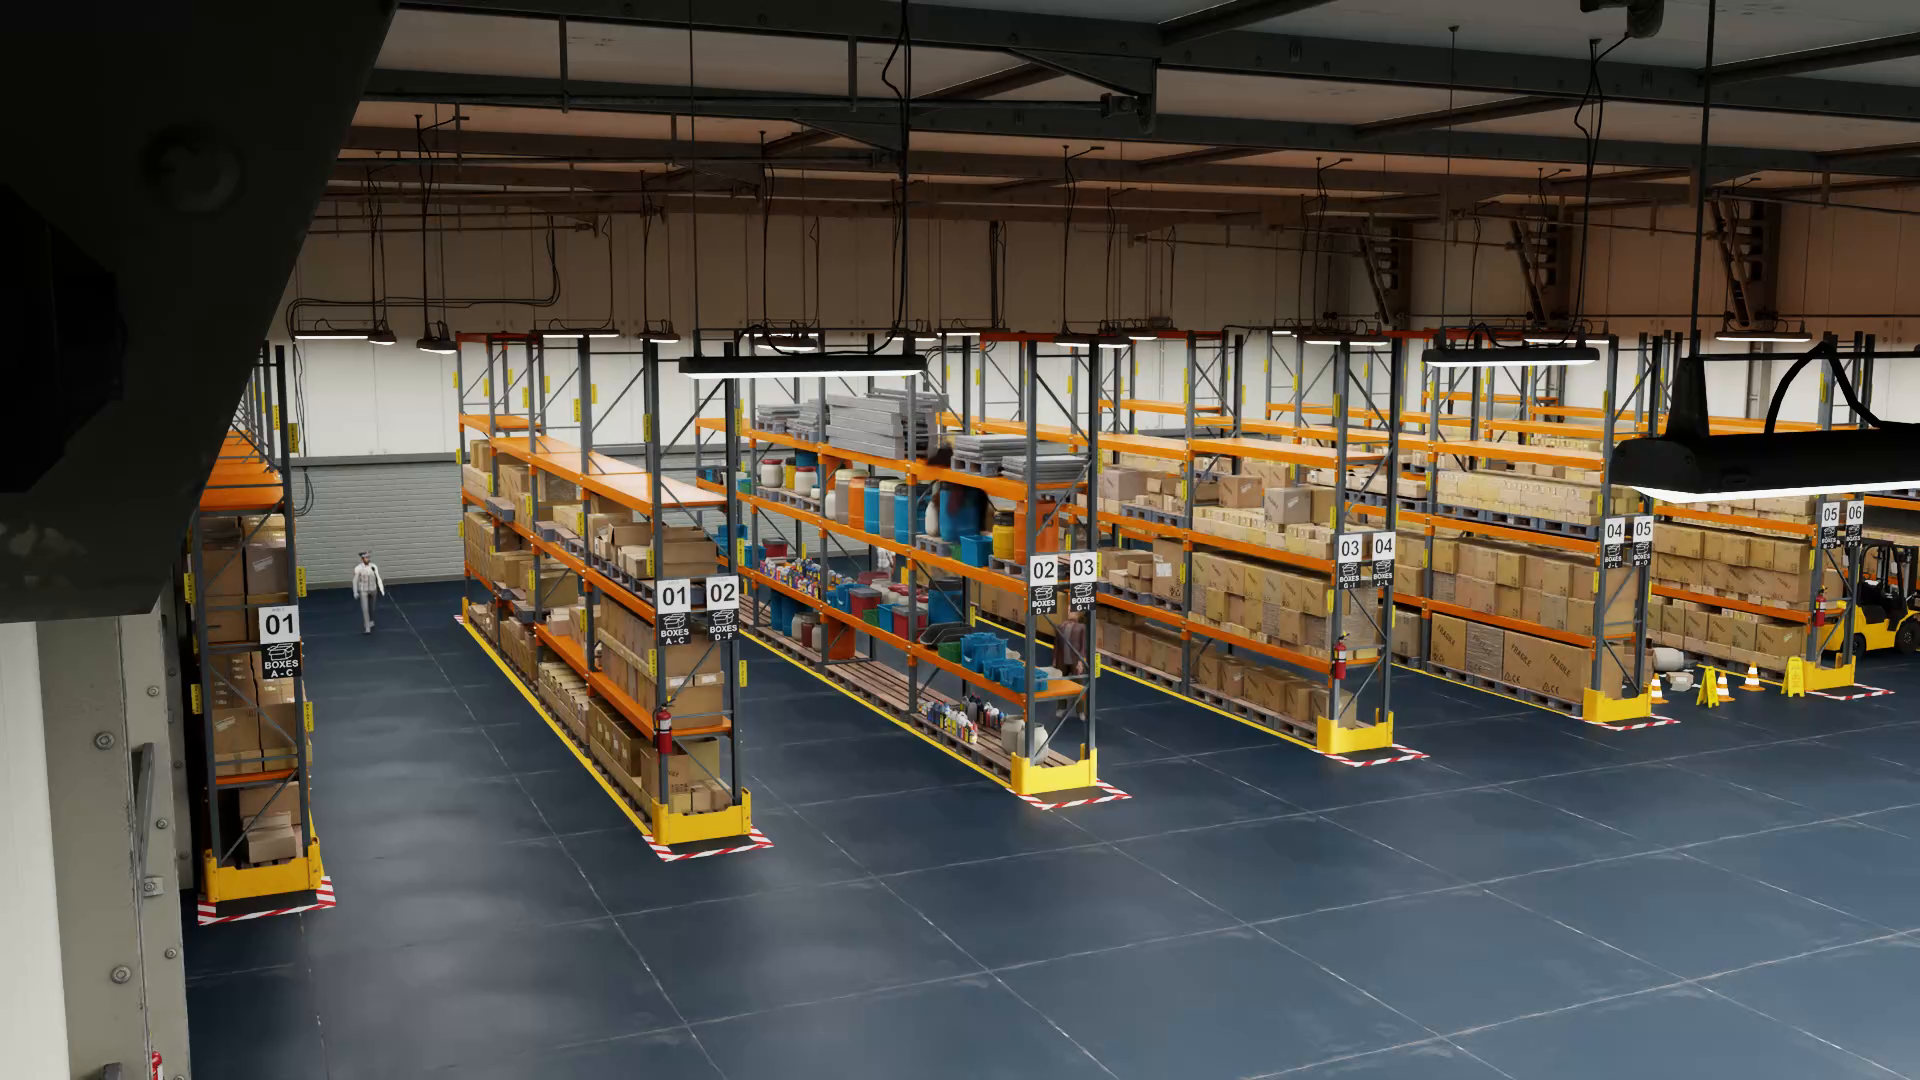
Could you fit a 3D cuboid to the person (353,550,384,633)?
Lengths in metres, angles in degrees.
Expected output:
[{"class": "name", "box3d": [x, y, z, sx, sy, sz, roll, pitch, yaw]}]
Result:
[{"class": "person", "box3d": [-11.888, 1.015, 33.406, 0.563, 1.630, 0.996, -4, 9, -27]}]

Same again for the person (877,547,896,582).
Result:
[{"class": "person", "box3d": [-1.643, 0.652, 36.305, 0.503, 1.760, 0.394, 7, 10, 41]}]

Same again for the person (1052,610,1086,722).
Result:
[{"class": "person", "box3d": [1.735, 1.944, 26.198, 0.615, 1.806, 0.454, 2, 8, 15]}]
